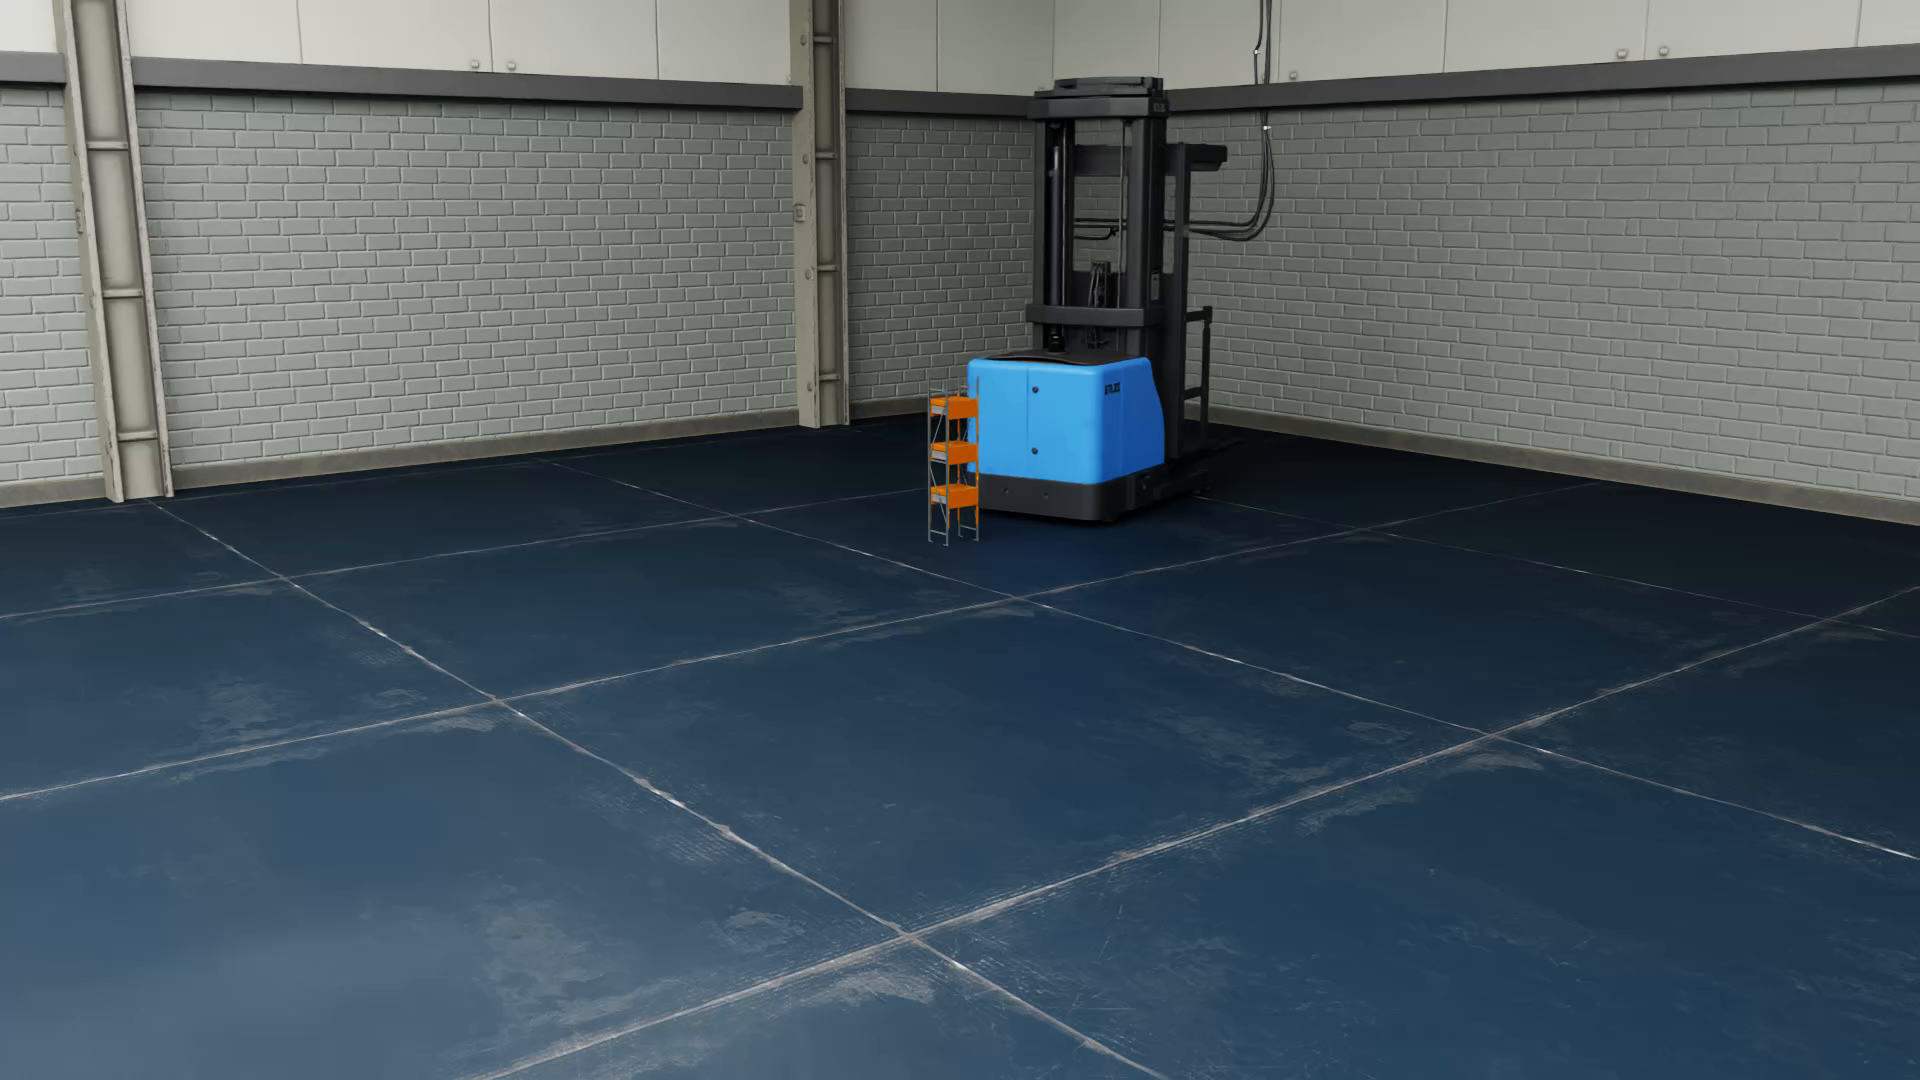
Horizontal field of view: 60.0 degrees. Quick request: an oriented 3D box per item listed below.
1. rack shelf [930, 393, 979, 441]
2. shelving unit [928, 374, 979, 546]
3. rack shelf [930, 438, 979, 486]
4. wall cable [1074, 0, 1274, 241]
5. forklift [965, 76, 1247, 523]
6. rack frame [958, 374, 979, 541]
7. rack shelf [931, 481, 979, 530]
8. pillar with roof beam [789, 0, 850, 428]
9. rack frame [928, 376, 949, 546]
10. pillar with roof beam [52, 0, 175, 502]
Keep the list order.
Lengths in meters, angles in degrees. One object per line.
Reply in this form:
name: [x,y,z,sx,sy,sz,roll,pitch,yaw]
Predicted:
rack shelf: [-0.042,-0.774,10.430,0.240,0.259,0.215,-9,15,-38]
shelving unit: [-0.042,-0.507,10.487,0.252,1.050,0.215,-9,15,-38]
rack shelf: [-0.042,-0.496,10.489,0.240,0.259,0.215,-9,15,-38]
wall cable: [1.833,-4.148,15.972,0.112,2.526,3.097,-9,15,-38]
forklift: [1.238,-1.807,12.081,1.130,2.935,3.031,7,14,31]
rack frame: [0.053,-0.522,10.562,0.008,1.050,0.200,-9,15,-38]
rack shelf: [-0.042,-0.224,10.547,0.240,0.259,0.215,-9,15,-38]
pillar with roof beam: [1.396,-4.800,11.571,0.400,9.000,9.100,-9,15,-38]
rack frame: [-0.137,-0.491,10.412,0.008,1.050,0.200,-9,15,-38]
pillar with roof beam: [-3.290,-4.022,7.905,0.400,9.000,9.100,-9,15,-38]
